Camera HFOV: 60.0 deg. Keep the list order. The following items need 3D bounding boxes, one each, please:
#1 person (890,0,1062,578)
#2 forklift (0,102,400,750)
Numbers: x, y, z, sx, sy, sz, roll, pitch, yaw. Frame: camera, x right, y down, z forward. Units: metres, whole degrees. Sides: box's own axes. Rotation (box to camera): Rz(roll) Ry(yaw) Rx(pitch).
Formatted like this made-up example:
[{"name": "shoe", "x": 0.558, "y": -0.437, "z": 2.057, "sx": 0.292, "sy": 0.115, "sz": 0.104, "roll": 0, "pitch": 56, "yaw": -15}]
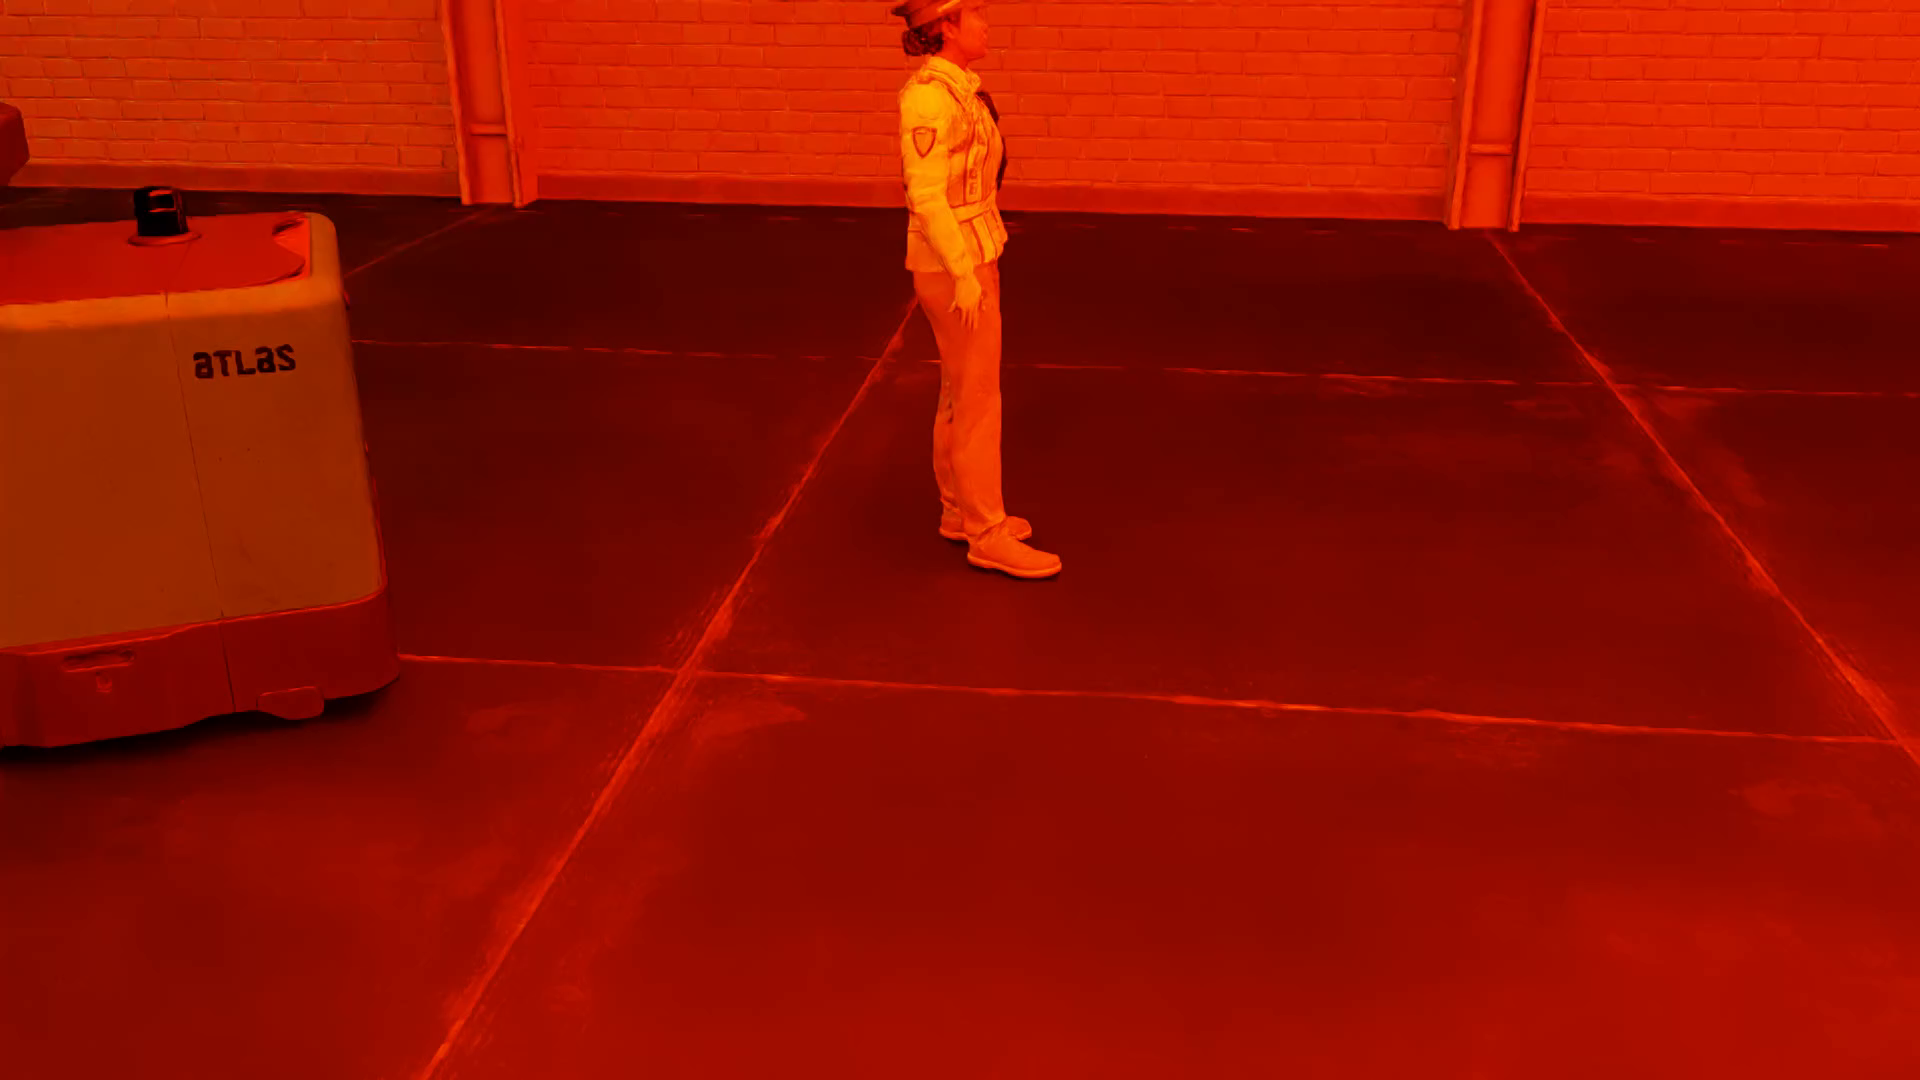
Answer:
[{"name": "person", "x": 0.066, "y": -0.787, "z": 4.843, "sx": 0.532, "sy": 1.695, "sz": 0.586, "roll": 3, "pitch": 22, "yaw": 7}, {"name": "forklift", "x": -2.972, "y": -0.918, "z": 3.533, "sx": 3.031, "sy": 2.935, "sz": 1.130, "roll": -8, "pitch": 23, "yaw": -19}]
